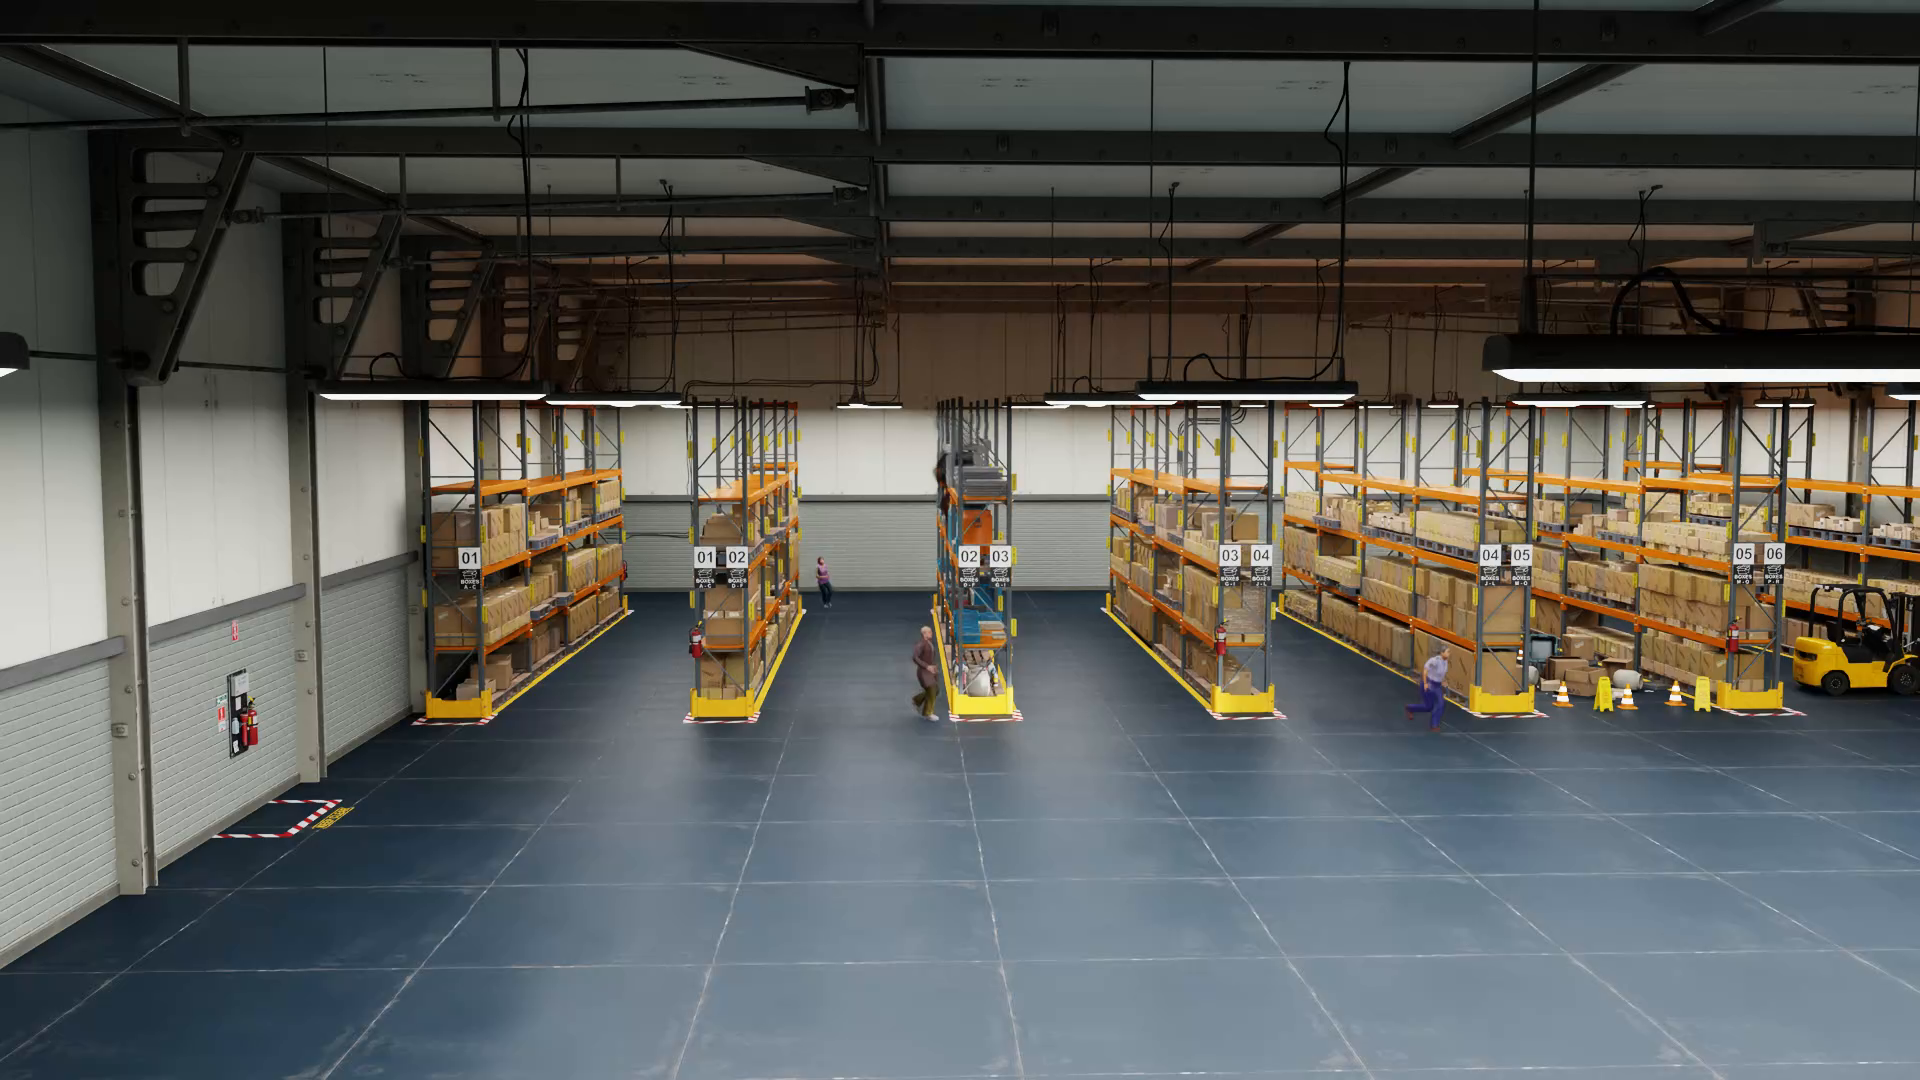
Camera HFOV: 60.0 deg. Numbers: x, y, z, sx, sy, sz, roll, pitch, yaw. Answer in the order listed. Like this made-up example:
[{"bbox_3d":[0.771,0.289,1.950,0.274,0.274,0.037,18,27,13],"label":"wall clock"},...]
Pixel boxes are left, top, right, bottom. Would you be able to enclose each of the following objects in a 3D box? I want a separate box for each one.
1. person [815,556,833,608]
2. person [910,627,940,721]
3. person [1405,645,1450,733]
[{"bbox_3d":[-3.963,1.230,48.122,0.595,1.540,0.584,-3,5,-35],"label":"person"},{"bbox_3d":[-0.686,2.474,30.865,0.647,1.749,0.723,2,5,22],"label":"person"},{"bbox_3d":[8.412,2.657,29.875,0.824,1.602,0.606,4,6,39],"label":"person"}]
